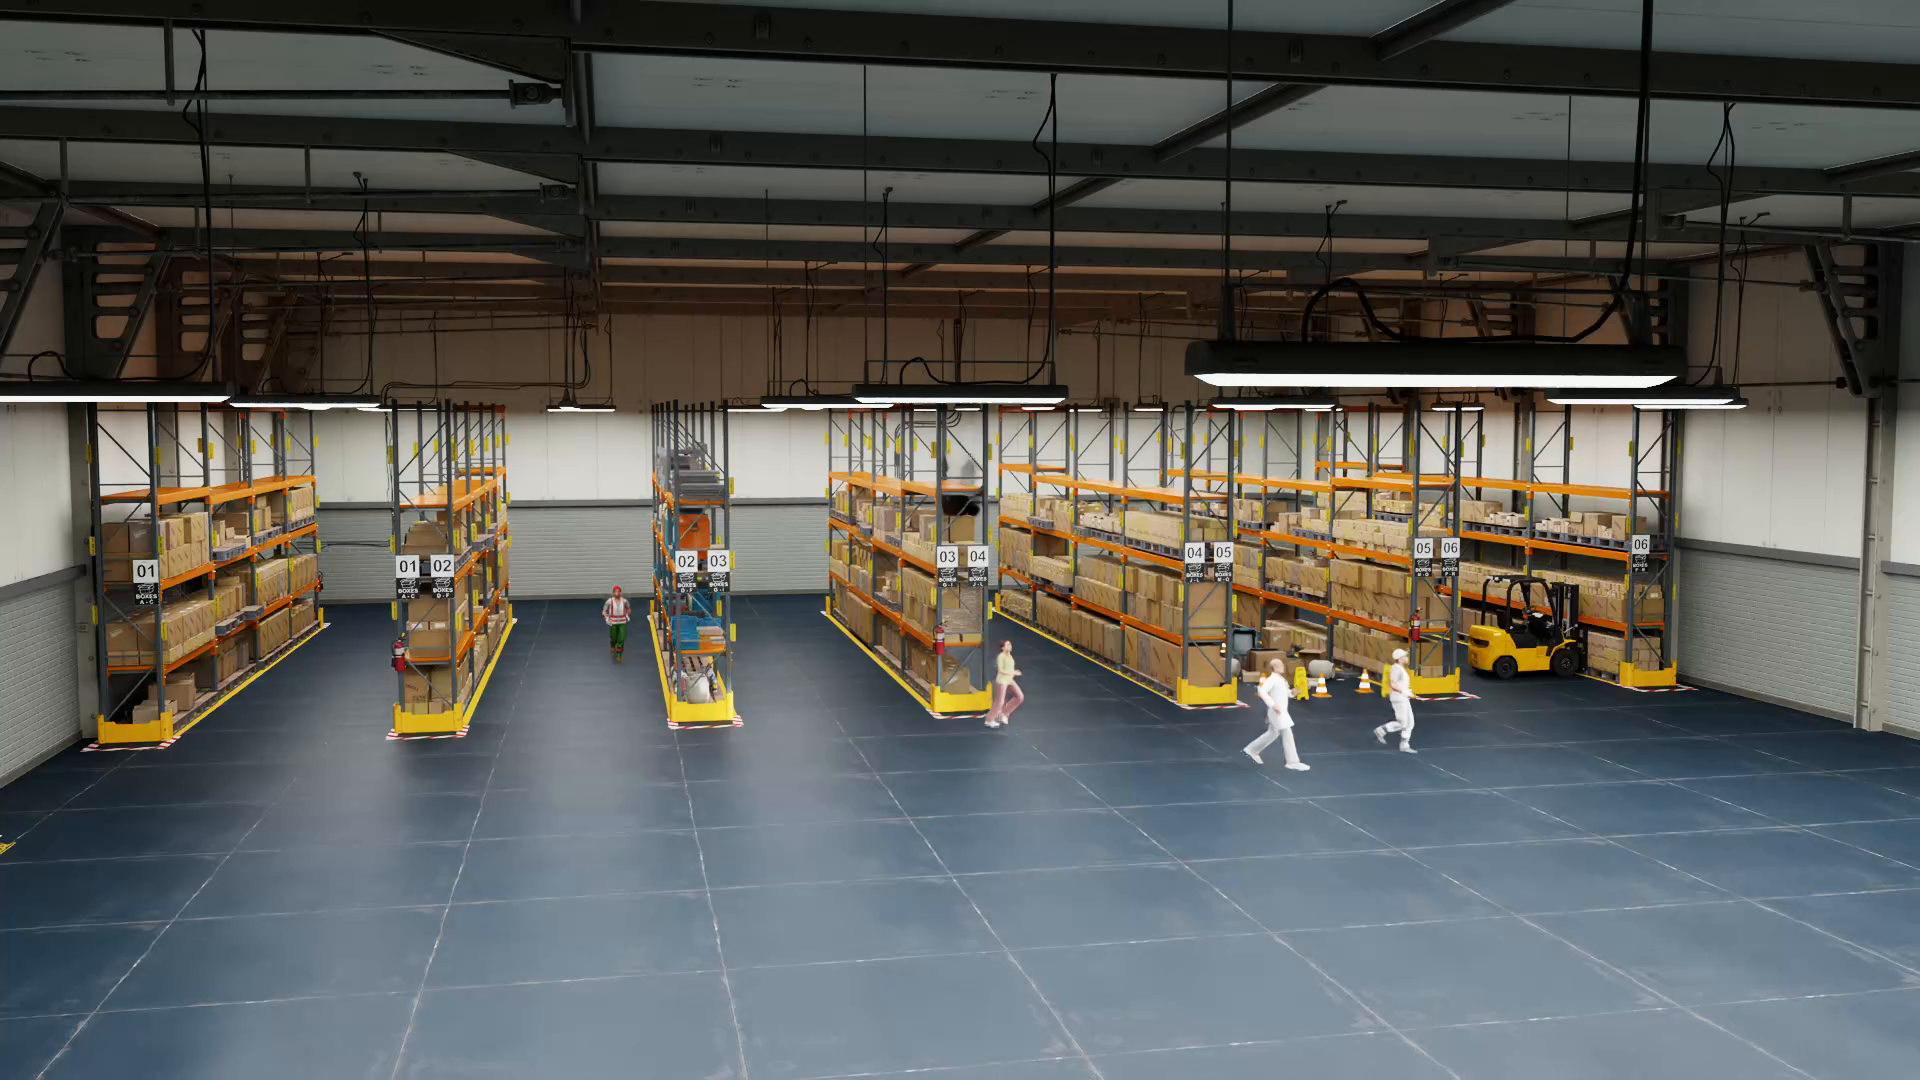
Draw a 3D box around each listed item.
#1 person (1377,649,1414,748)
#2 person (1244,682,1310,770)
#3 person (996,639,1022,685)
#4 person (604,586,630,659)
[{"bbox_3d":[7.388,2.693,28.182,0.623,1.702,0.646,2,5,24],"label":"person"},{"bbox_3d":[5.104,2.949,26.773,1.065,1.441,0.257,1,4,14],"label":"person"},{"bbox_3d":[0.890,2.212,30.303,0.619,0.830,0.592,3,5,33],"label":"person"},{"bbox_3d":[-7.964,1.909,38.685,0.626,1.690,0.599,-2,5,-21],"label":"person"}]
